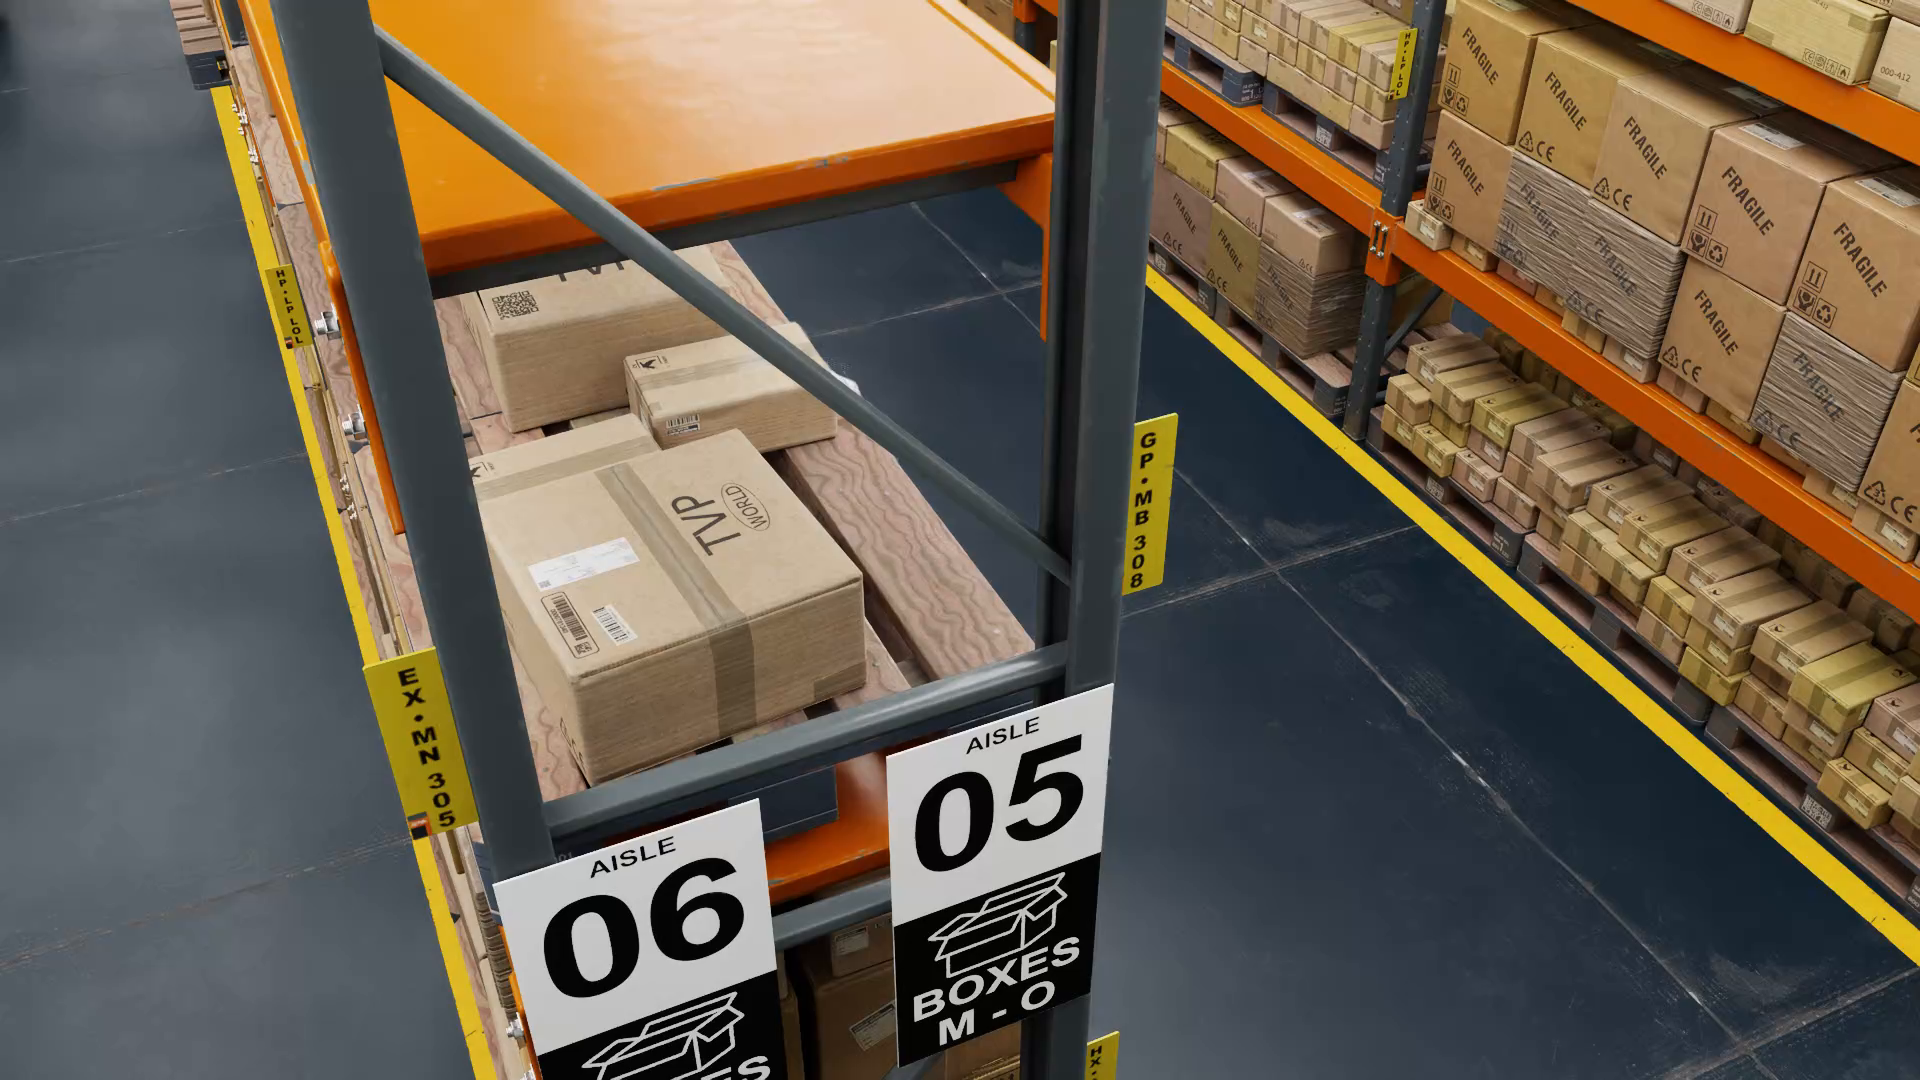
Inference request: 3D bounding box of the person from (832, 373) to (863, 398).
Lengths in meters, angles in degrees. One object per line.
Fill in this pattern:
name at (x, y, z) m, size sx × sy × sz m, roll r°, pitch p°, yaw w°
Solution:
person at (-0.634, -0.437, 8.032) m, size 0.530 × 0.938 × 0.847 m, roll -16°, pitch 40°, yaw -20°
